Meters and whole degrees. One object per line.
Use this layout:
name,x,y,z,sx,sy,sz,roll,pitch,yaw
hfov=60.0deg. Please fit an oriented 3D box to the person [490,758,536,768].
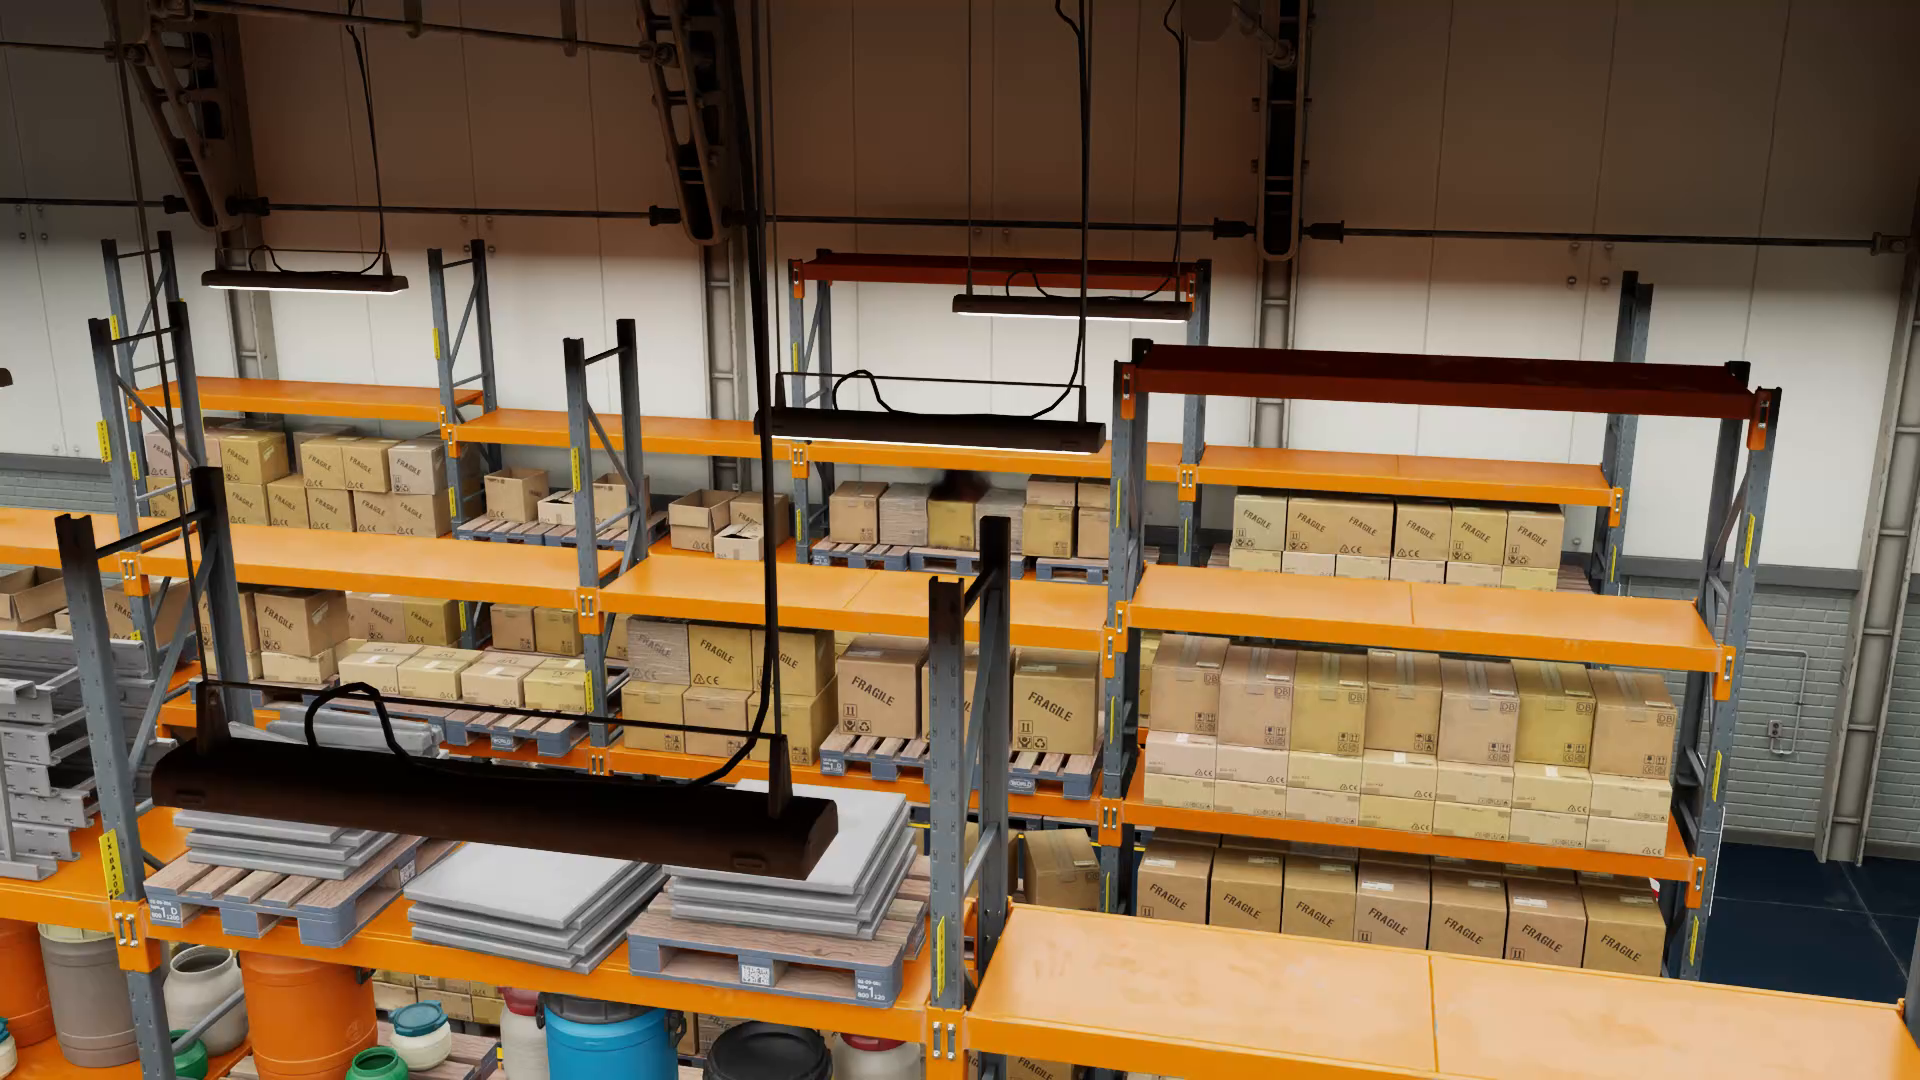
person,-4.449,2.582,16.551,0.559,1.695,0.390,-1,16,-4
